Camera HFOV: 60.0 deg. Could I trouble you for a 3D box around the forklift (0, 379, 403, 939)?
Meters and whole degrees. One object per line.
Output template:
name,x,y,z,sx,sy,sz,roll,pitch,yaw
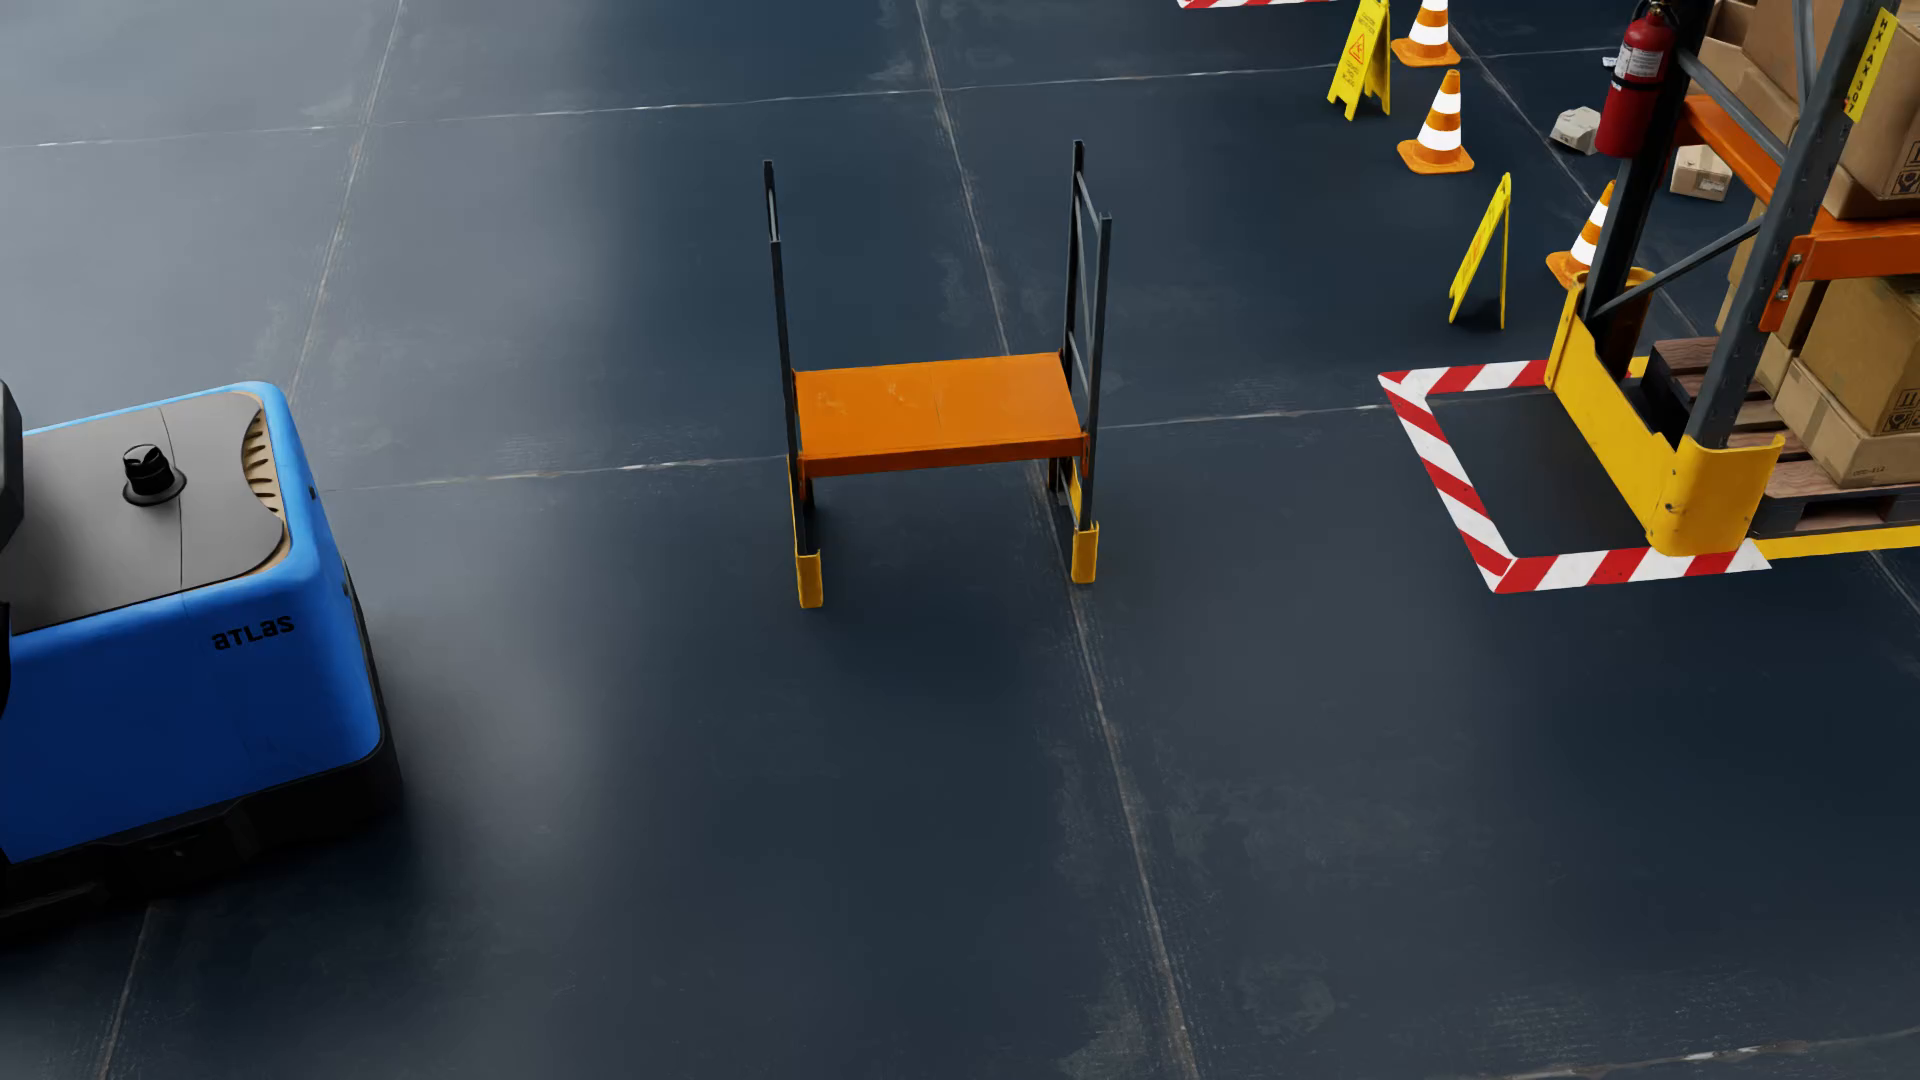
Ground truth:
forklift,-3.332,-0.123,4.198,3.031,2.935,1.130,-16,45,-17

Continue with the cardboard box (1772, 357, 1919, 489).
cardboard box,3.455,-0.463,6.264,0.500,0.250,0.500,-5,42,-6

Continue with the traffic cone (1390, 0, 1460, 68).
traffic cone,2.588,-2.882,9.099,0.334,0.463,0.336,-5,42,-6

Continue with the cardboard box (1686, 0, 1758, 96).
cardboard box,4.032,-2.349,8.479,0.797,0.503,0.637,32,51,30

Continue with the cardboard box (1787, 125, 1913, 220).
cardboard box,2.983,-1.241,5.574,0.250,0.149,0.380,-5,42,-5

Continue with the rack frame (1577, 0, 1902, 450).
rack frame,2.619,-1.442,5.609,0.127,3.000,1.000,-5,42,-6

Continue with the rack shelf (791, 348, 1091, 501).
rack shelf,-0.085,-0.416,5.860,1.000,0.185,0.538,-5,42,-6

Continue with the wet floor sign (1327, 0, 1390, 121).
wet floor sign,2.105,-2.529,8.572,0.232,0.644,0.267,-12,43,-13

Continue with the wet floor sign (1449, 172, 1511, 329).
wet floor sign,2.292,-1.262,7.167,0.232,0.644,0.267,8,43,9

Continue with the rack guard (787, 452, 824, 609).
rack guard,-0.569,-0.043,6.111,0.087,0.250,0.587,-5,42,-6

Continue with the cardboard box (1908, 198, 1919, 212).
cardboard box,3.231,-1.272,5.609,0.250,0.149,0.380,-4,42,-5

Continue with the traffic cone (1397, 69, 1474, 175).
traffic cone,2.397,-2.102,8.235,0.334,0.463,0.336,-5,42,-6

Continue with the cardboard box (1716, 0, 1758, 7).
cardboard box,4.437,-3.325,9.561,0.500,0.500,0.500,2,42,2

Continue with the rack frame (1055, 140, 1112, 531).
rack frame,0.419,-0.594,5.788,0.032,1.500,0.500,-5,42,-6

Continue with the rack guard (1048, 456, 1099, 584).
rack guard,0.418,-0.129,6.207,0.087,0.250,0.587,-5,42,-6

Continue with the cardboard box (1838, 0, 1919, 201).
cardboard box,3.125,-1.447,5.318,0.500,0.500,0.500,-6,42,-6

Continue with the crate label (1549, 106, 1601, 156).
crate label,3.169,-2.090,8.465,0.298,0.136,0.250,-27,49,-27

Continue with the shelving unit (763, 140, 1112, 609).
shelving unit,-0.076,-0.550,5.740,1.083,1.500,0.587,-5,42,-6

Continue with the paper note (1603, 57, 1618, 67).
paper note,3.611,-2.623,9.136,0.142,0.017,0.144,8,43,9

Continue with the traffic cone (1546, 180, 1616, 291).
traffic cone,2.878,-1.394,7.450,0.334,0.463,0.336,-5,42,-6

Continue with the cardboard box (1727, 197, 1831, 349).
cardboard box,3.380,-1.098,6.408,0.500,0.500,0.500,-5,42,-5

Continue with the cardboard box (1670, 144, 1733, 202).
cardboard box,3.656,-1.839,8.178,0.250,0.149,0.380,16,44,17

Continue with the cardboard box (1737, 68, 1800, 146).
cardboard box,2.962,-1.523,5.887,0.250,0.149,0.380,-4,42,-4

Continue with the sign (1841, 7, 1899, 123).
sign,2.689,-1.403,4.920,0.005,0.325,0.100,-5,42,-6

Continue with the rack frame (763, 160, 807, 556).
rack frame,-0.589,-0.505,5.691,0.032,1.500,0.500,-5,42,-6

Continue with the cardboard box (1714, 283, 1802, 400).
cardboard box,3.409,-0.828,6.668,0.500,0.250,0.500,-5,42,-6

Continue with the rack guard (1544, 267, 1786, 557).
rack guard,2.694,-0.521,6.454,0.348,0.500,1.175,-5,42,-6

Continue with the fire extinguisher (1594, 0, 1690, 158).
fire extinguisher,2.446,-1.710,5.963,0.183,0.674,0.296,-5,42,-6

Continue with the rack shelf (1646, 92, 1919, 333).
rack shelf,4.602,-1.349,6.043,4.000,0.370,1.077,-5,42,-6

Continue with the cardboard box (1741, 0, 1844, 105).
cardboard box,3.121,-1.820,5.731,0.500,0.500,0.500,-6,42,-6

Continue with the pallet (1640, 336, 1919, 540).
pallet,3.504,-0.460,6.603,1.213,0.211,1.003,-5,42,-6

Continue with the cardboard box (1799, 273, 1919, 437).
cardboard box,3.478,-0.744,6.015,0.500,0.500,0.500,-6,42,-7
